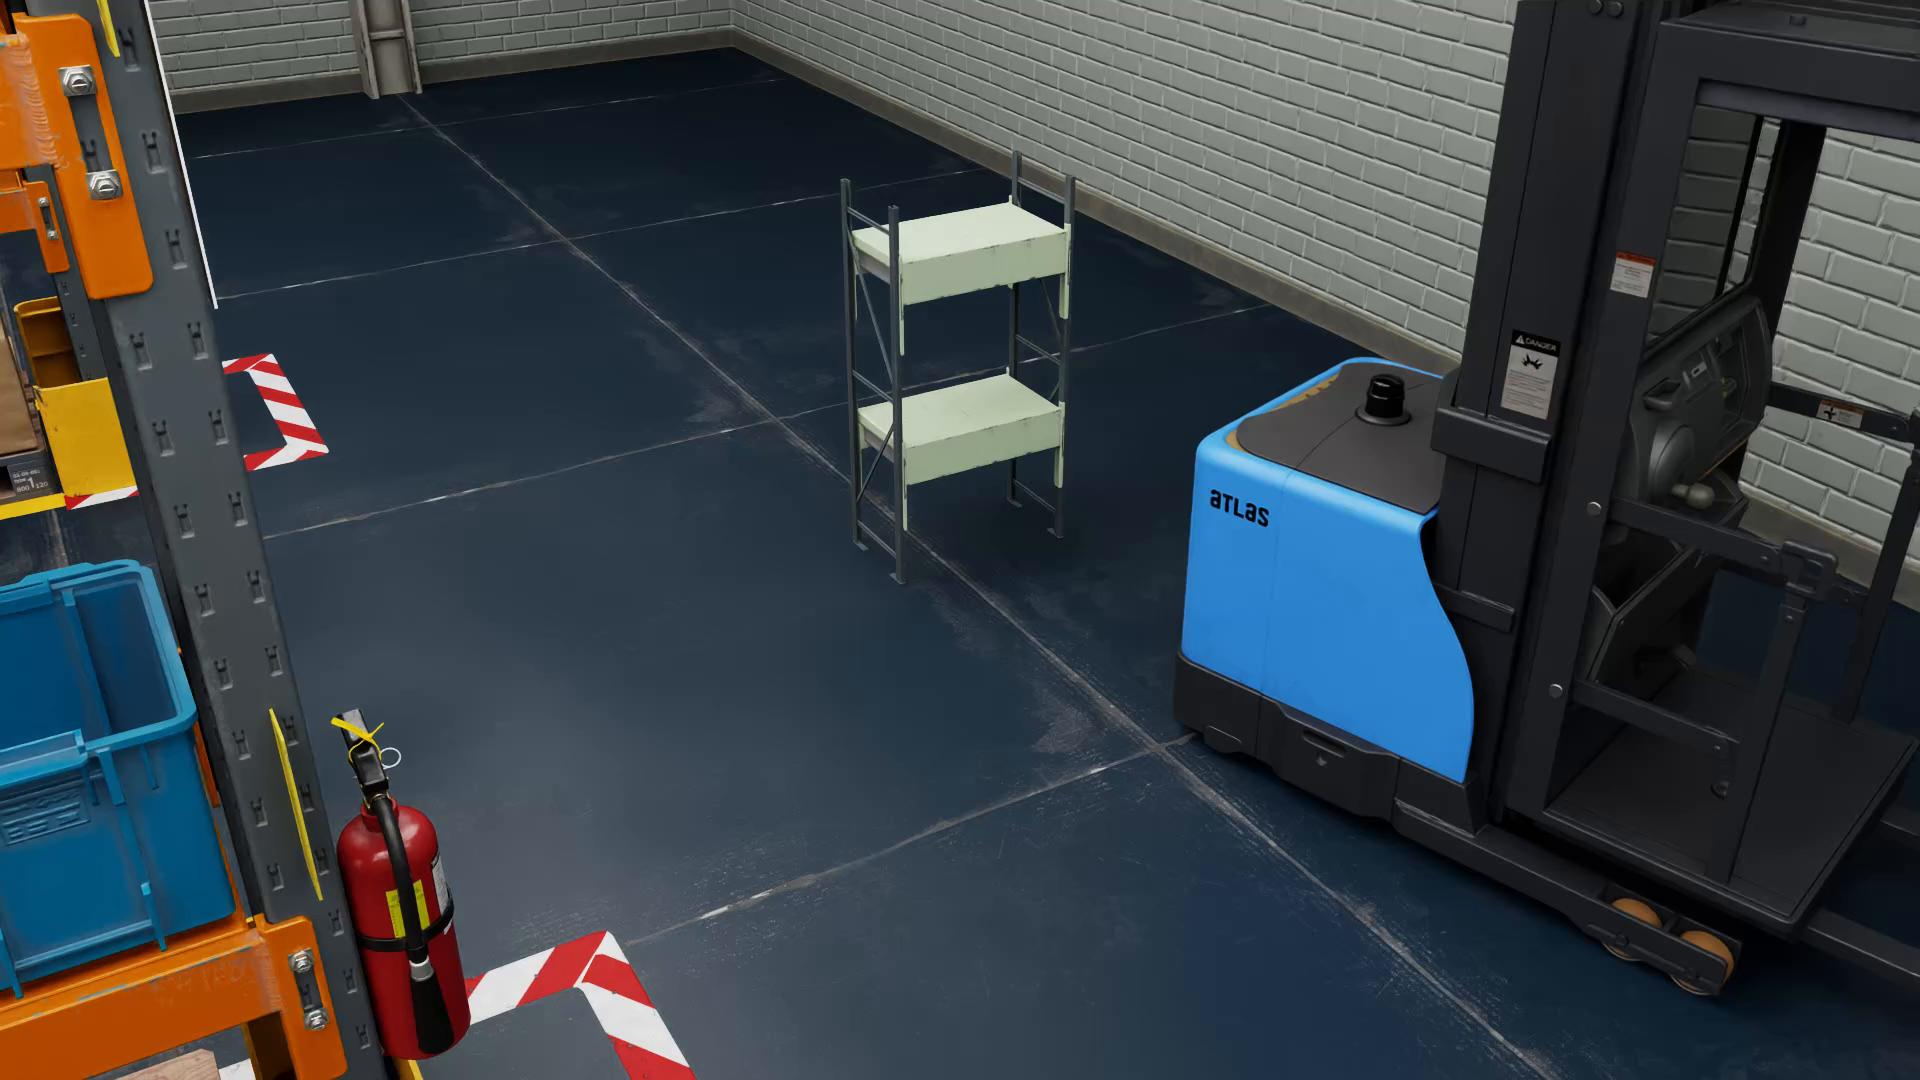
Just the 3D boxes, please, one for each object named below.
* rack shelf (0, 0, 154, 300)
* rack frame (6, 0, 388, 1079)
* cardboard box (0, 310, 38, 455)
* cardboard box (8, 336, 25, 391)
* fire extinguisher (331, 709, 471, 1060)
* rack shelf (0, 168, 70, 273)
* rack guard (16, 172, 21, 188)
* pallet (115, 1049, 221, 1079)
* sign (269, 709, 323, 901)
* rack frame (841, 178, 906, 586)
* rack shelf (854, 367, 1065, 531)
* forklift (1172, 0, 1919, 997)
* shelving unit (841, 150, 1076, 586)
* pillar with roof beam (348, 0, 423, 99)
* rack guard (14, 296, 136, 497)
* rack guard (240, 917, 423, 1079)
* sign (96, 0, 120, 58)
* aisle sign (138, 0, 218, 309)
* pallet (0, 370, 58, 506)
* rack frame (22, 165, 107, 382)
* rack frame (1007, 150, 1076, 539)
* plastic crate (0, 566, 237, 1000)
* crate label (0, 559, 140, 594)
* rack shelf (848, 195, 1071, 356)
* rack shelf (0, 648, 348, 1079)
[{"bbox_3d":[-3.093,-0.231,1.704,4.000,0.370,1.077,-16,33,-26],"label":"rack shelf"},{"bbox_3d":[-1.369,0.278,3.142,0.127,3.000,1.000,-16,33,-26],"label":"rack frame"},{"bbox_3d":[-4.219,-0.649,6.954,0.500,0.500,0.500,-16,33,-26],"label":"cardboard box"},{"bbox_3d":[-4.410,-0.772,7.539,0.250,0.149,0.380,-16,33,-26],"label":"cardboard box"},{"bbox_3d":[-1.008,0.627,2.975,0.183,0.674,0.296,-16,33,-26],"label":"fire extinguisher"},{"bbox_3d":[-5.599,-0.982,6.170,4.000,0.370,1.077,-16,33,-26],"label":"rack shelf"},{"bbox_3d":[-6.367,-2.761,11.235,0.348,0.500,1.175,-16,33,-26],"label":"rack guard"},{"bbox_3d":[-2.099,1.684,3.480,1.213,0.211,1.003,-16,33,-26],"label":"pallet"},{"bbox_3d":[-1.076,0.431,2.695,0.005,0.325,0.100,-16,33,-26],"label":"sign"},{"bbox_3d":[-0.321,-0.565,6.222,0.023,1.500,0.400,-16,33,-26],"label":"rack frame"},{"bbox_3d":[-0.006,-0.370,6.542,0.720,0.370,0.431,-16,33,-26],"label":"rack shelf"},{"bbox_3d":[2.136,-0.338,4.329,3.031,2.935,1.130,24,37,36],"label":"forklift"},{"bbox_3d":[-0.006,-0.655,6.385,0.755,1.500,0.431,-16,33,-26],"label":"shelving unit"},{"bbox_3d":[-2.317,-5.704,7.772,0.400,9.000,9.100,-16,33,-26],"label":"pillar with roof beam"},{"bbox_3d":[-3.940,-0.674,7.453,0.348,0.500,1.175,-16,33,-26],"label":"rack guard"},{"bbox_3d":[-1.354,1.361,3.767,0.348,0.500,1.175,-16,33,-26],"label":"rack guard"},{"bbox_3d":[-1.076,-0.765,2.035,0.005,0.325,0.100,-16,33,-26],"label":"sign"},{"bbox_3d":[-1.158,-0.756,2.325,0.004,0.787,0.394,-16,33,-26],"label":"aisle sign"},{"bbox_3d":[-4.627,-0.352,7.169,1.213,0.211,1.003,-16,33,-26],"label":"pallet"},{"bbox_3d":[-3.875,-1.787,6.883,0.127,3.000,1.000,-16,33,-26],"label":"rack frame"},{"bbox_3d":[0.310,-0.745,6.547,0.023,1.500,0.400,-16,33,-26],"label":"rack frame"},{"bbox_3d":[-1.563,0.396,2.830,0.499,0.435,0.616,-16,33,-26],"label":"plastic crate"},{"bbox_3d":[-1.748,0.248,3.307,0.303,0.233,0.416,-16,33,-26],"label":"crate label"},{"bbox_3d":[-0.006,-0.997,6.196,0.720,0.370,0.431,-16,33,-26],"label":"rack shelf"},{"bbox_3d":[-3.093,1.082,2.429,4.000,0.370,1.077,-16,33,-26],"label":"rack shelf"}]
